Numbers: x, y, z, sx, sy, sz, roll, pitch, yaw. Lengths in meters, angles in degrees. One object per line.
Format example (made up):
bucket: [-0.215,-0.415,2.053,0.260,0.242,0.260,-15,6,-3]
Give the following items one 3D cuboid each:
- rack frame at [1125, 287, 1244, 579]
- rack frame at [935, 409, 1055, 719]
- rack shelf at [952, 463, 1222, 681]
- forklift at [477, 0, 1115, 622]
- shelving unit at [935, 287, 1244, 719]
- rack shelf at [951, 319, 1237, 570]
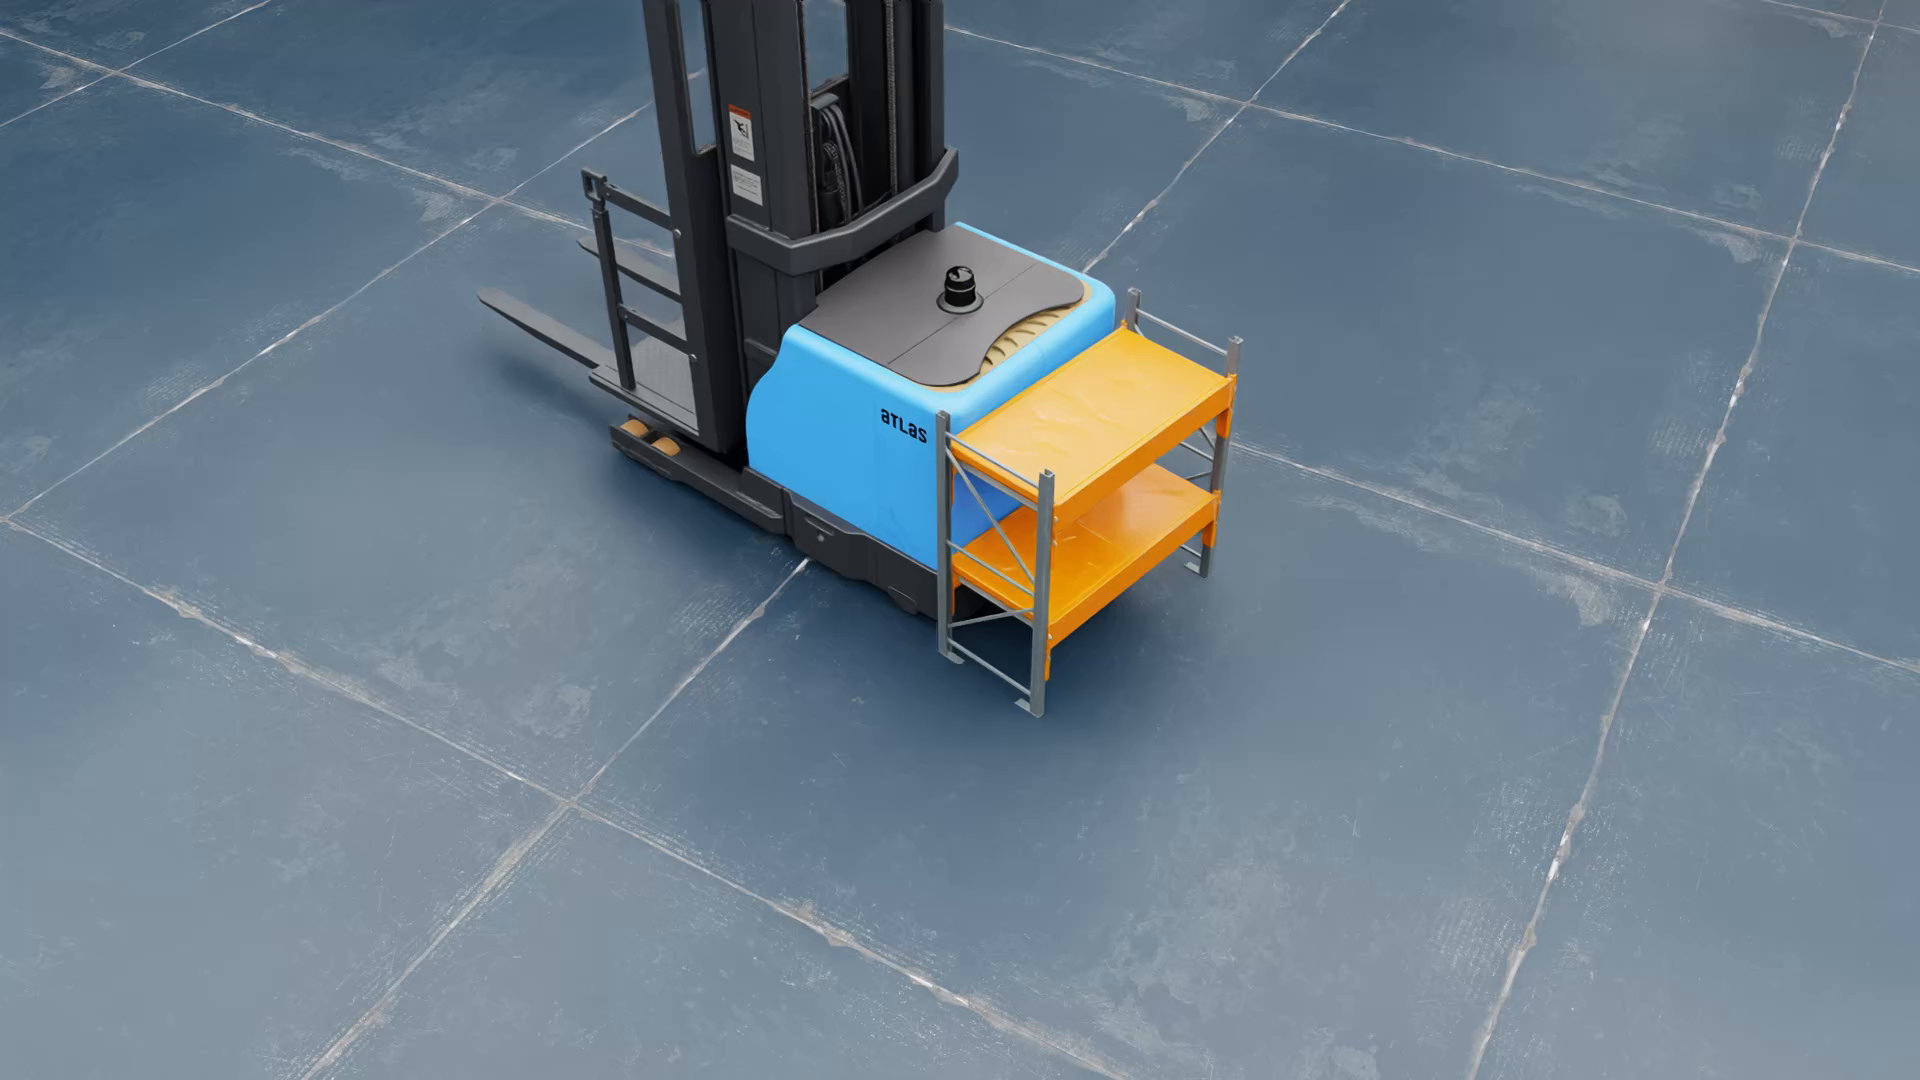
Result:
rack frame: [0.805,-0.386,6.338,0.500,1.125,0.032,32,50,31]
rack frame: [0.111,0.105,5.780,0.500,1.125,0.032,32,50,31]
rack shelf: [0.458,0.043,6.220,0.538,0.278,1.000,32,50,31]
forklift: [-0.862,-1.609,6.359,3.031,2.935,1.130,29,49,28]
shelving unit: [0.458,-0.141,6.059,0.538,1.125,1.048,32,50,31]
rack shelf: [0.458,-0.360,5.865,0.538,0.278,1.000,32,50,31]
